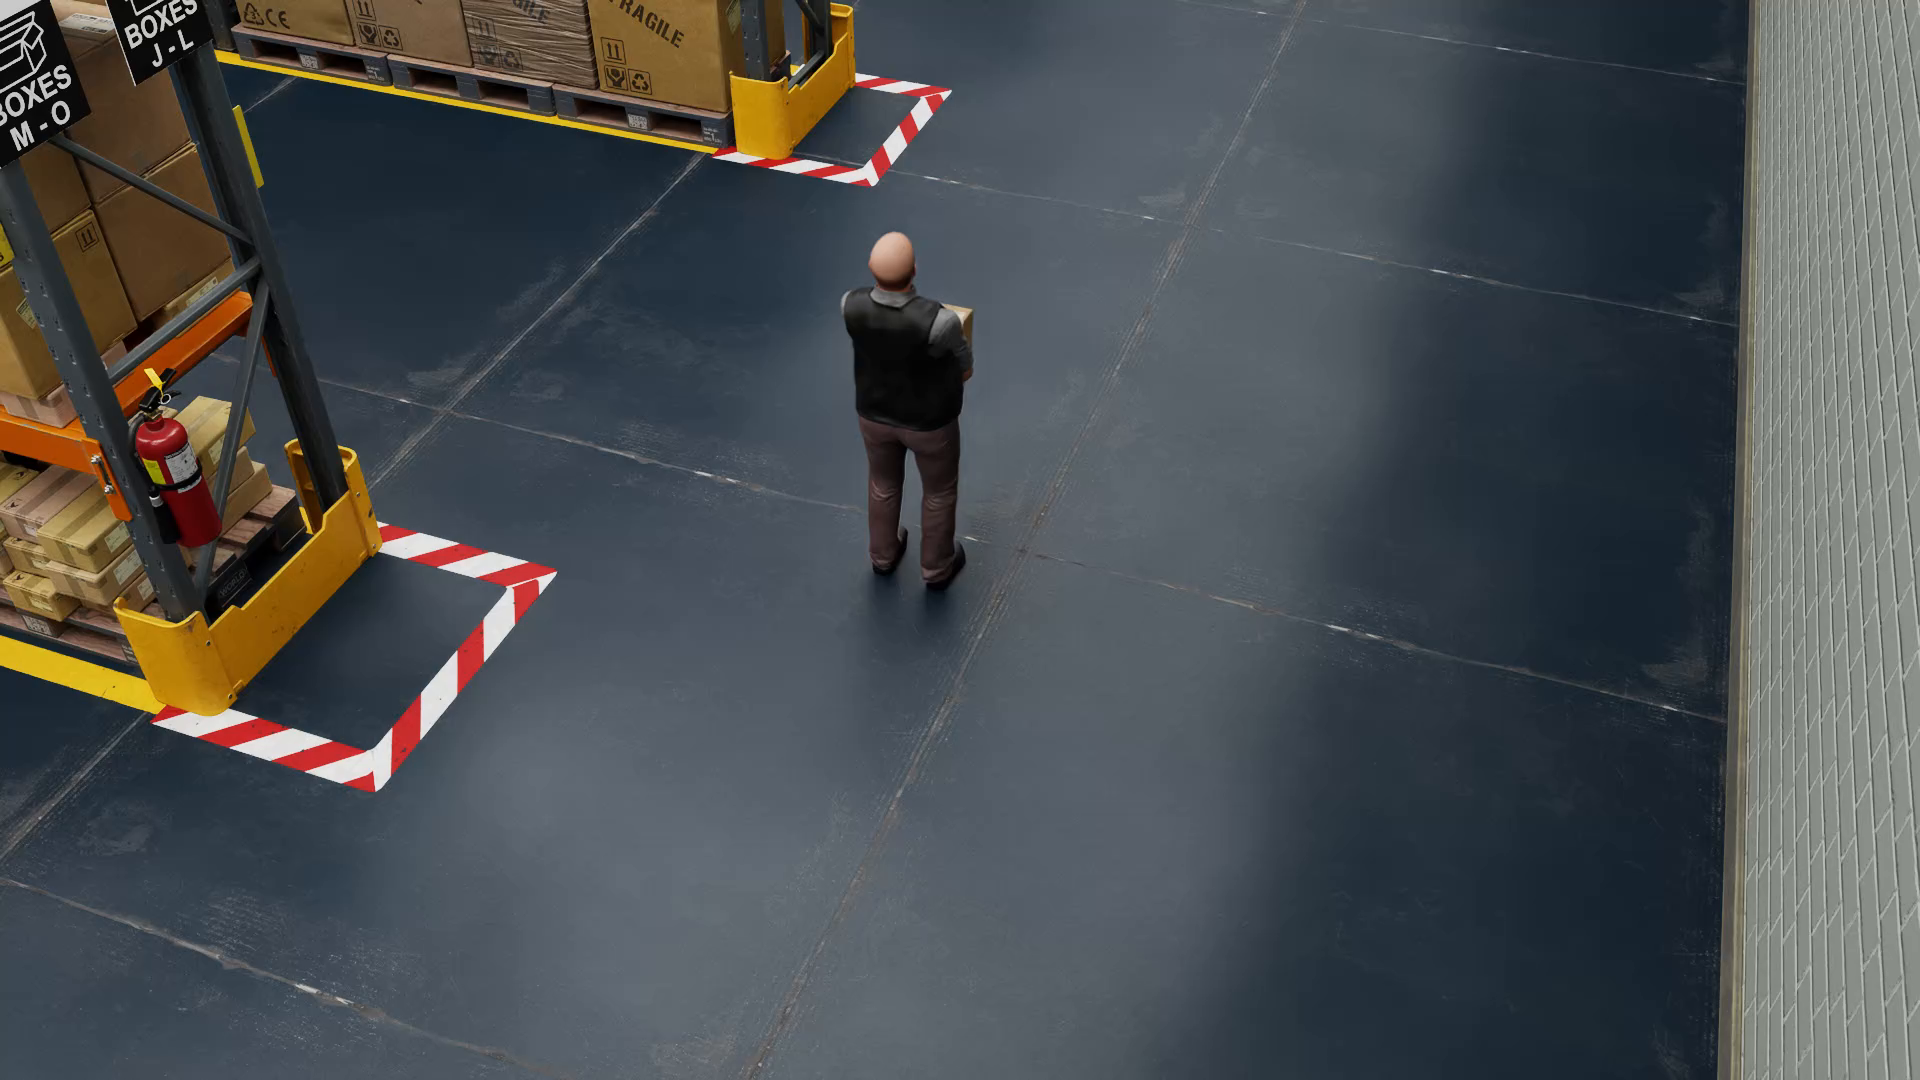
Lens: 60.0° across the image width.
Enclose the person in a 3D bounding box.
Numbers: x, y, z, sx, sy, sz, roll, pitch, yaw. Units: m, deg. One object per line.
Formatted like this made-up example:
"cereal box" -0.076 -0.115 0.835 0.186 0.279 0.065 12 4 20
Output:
"person" -0.190 -0.574 6.839 0.494 1.712 0.551 14 43 15
